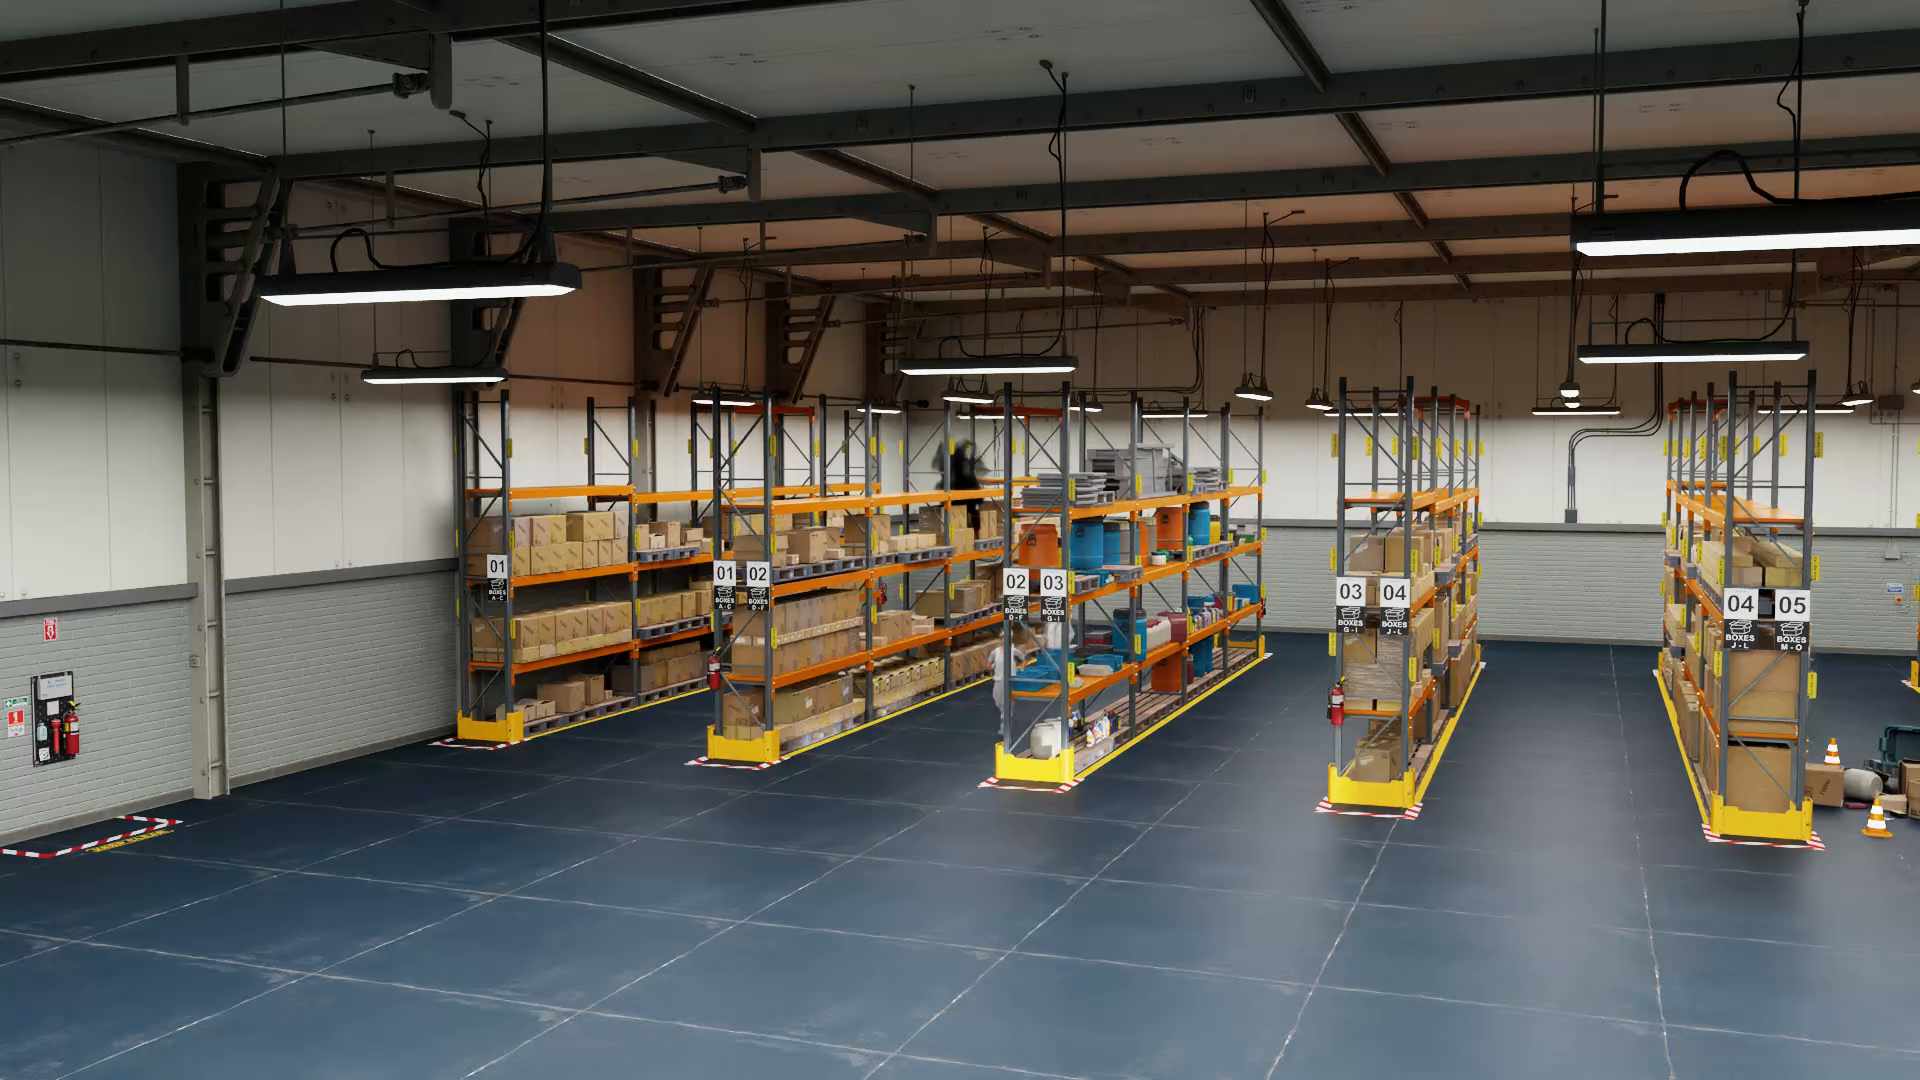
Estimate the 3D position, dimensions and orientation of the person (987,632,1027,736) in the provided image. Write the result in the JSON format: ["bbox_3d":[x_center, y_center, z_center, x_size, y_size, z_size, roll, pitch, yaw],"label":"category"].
[{"bbox_3d":[0.787,2.485,29.129,0.662,1.766,0.993,1,3,19],"label":"person"}]

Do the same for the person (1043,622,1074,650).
[{"bbox_3d":[2.003,2.233,34.432,0.634,1.727,0.563,1,3,19],"label":"person"}]

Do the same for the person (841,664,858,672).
[{"bbox_3d":[-2.279,2.250,34.722,0.595,1.692,0.587,2,4,27],"label":"person"}]
